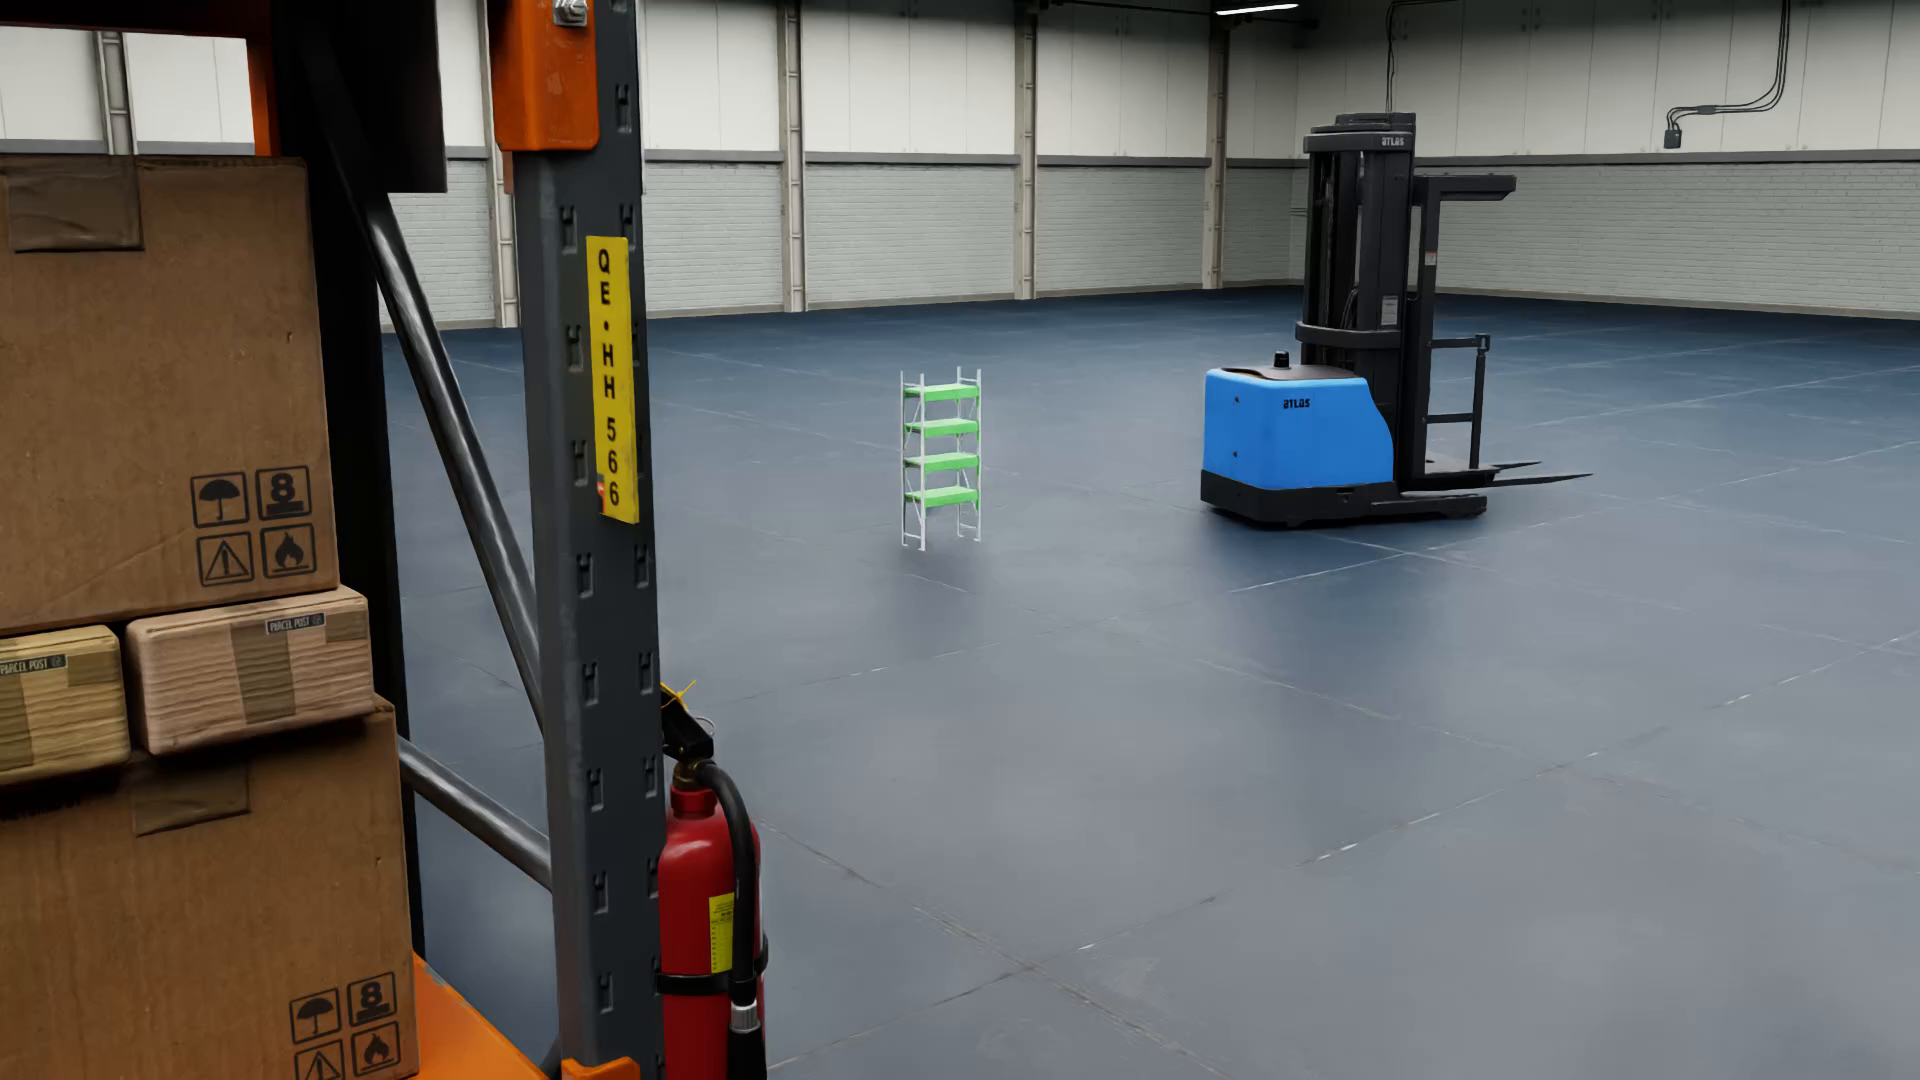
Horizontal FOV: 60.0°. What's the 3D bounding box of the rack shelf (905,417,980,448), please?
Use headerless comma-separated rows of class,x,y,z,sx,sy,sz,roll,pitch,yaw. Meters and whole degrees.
rack shelf,-0.129,-0.738,11.366,0.480,0.148,0.258,-9,15,-38

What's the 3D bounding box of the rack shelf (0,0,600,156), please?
rack shelf,-2.292,-0.448,1.027,4.000,0.370,1.077,-9,15,-38

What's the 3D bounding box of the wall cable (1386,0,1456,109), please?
wall cable,10.925,-11.175,37.907,0.112,2.526,3.097,-9,15,-38

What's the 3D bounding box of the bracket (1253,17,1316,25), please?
bracket,8.044,-12.482,40.081,3.189,0.066,0.076,-9,15,-38

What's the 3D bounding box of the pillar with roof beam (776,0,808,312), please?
pillar with roof beam,-0.573,-8.239,28.764,0.400,9.000,9.100,-9,15,-38

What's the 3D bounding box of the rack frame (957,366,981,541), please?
rack frame,0.061,-0.597,11.552,0.015,1.200,0.240,-9,15,-38

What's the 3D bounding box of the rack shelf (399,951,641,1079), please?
rack shelf,-2.292,1.019,1.338,4.000,0.370,1.077,-9,15,-38

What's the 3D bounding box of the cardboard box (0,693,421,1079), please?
cardboard box,-1.103,0.418,2.200,0.500,0.500,0.700,-9,15,-38

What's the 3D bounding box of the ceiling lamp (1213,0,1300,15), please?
ceiling lamp,6.058,-12.078,32.790,0.800,3.185,2.000,-9,15,-38

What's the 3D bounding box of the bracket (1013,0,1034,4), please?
bracket,1.321,-11.365,34.820,0.430,0.232,0.235,-9,15,-38

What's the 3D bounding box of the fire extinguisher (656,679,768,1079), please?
fire extinguisher,-0.348,0.506,2.211,0.183,0.674,0.296,-9,15,-38

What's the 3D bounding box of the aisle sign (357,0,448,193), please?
aisle sign,-0.870,-0.922,2.490,0.004,0.787,0.394,-9,15,-38

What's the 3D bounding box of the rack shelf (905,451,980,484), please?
rack shelf,-0.129,-0.503,11.416,0.480,0.148,0.258,-9,15,-38

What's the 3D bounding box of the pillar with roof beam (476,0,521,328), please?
pillar with roof beam,-5.258,-7.460,25.098,0.400,9.000,9.100,-9,15,-38

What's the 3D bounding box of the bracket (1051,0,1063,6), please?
bracket,1.969,-11.473,35.328,0.430,0.232,0.235,-9,15,-38

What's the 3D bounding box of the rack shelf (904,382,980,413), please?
rack shelf,-0.129,-0.972,11.317,0.480,0.148,0.258,-9,15,-38

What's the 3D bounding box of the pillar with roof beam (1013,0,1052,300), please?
pillar with roof beam,4.113,-9.017,32.431,0.548,9.000,9.100,-9,15,-38

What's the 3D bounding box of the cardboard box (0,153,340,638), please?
cardboard box,-1.144,-0.210,2.033,0.500,0.500,0.700,-9,15,-37

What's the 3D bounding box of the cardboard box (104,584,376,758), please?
cardboard box,-0.910,0.122,2.029,0.250,0.149,0.380,-10,15,-39

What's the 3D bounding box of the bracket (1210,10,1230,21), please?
bracket,6.006,-12.144,38.487,0.430,0.232,0.235,-9,15,-38

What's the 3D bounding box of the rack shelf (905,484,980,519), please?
rack shelf,-0.129,-0.268,11.466,0.480,0.148,0.258,-9,15,-38

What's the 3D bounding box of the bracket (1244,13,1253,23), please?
bracket,6.654,-12.251,38.994,0.430,0.232,0.235,-9,15,-38

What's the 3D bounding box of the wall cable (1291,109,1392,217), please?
wall cable,9.235,-9.143,40.498,0.112,2.526,3.097,-9,15,-38

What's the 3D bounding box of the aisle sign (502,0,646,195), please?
aisle sign,-0.496,-0.824,2.031,0.004,0.787,0.394,-9,15,-38

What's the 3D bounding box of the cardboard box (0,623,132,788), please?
cardboard box,-1.113,0.157,1.868,0.250,0.149,0.380,-9,15,-36

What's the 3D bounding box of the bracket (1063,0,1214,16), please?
bracket,3.994,-11.809,36.912,4.783,0.066,0.076,-9,15,-38

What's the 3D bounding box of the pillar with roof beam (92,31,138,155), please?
pillar with roof beam,-9.943,-6.682,21.431,0.400,9.000,9.100,-9,15,-38

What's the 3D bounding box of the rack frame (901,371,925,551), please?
rack frame,-0.320,-0.534,11.254,0.015,1.200,0.240,-9,15,-38

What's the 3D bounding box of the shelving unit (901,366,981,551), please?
shelving unit,-0.129,-0.565,11.403,0.503,1.200,0.258,-9,15,-38

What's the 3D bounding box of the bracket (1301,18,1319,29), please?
bracket,8.505,-12.559,40.442,0.430,0.232,0.235,-9,15,-38

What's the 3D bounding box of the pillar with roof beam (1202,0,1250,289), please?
pillar with roof beam,8.798,-9.796,36.097,0.548,9.000,9.100,-9,15,-38

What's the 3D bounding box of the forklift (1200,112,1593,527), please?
forklift,3.413,-1.691,12.534,3.031,2.935,1.130,-4,13,-19

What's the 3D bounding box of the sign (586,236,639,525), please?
sign,-0.402,-0.184,1.918,0.005,0.325,0.100,-9,15,-38

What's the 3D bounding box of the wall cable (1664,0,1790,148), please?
wall cable,15.153,-10.784,32.561,0.169,6.003,2.305,-9,15,-38
